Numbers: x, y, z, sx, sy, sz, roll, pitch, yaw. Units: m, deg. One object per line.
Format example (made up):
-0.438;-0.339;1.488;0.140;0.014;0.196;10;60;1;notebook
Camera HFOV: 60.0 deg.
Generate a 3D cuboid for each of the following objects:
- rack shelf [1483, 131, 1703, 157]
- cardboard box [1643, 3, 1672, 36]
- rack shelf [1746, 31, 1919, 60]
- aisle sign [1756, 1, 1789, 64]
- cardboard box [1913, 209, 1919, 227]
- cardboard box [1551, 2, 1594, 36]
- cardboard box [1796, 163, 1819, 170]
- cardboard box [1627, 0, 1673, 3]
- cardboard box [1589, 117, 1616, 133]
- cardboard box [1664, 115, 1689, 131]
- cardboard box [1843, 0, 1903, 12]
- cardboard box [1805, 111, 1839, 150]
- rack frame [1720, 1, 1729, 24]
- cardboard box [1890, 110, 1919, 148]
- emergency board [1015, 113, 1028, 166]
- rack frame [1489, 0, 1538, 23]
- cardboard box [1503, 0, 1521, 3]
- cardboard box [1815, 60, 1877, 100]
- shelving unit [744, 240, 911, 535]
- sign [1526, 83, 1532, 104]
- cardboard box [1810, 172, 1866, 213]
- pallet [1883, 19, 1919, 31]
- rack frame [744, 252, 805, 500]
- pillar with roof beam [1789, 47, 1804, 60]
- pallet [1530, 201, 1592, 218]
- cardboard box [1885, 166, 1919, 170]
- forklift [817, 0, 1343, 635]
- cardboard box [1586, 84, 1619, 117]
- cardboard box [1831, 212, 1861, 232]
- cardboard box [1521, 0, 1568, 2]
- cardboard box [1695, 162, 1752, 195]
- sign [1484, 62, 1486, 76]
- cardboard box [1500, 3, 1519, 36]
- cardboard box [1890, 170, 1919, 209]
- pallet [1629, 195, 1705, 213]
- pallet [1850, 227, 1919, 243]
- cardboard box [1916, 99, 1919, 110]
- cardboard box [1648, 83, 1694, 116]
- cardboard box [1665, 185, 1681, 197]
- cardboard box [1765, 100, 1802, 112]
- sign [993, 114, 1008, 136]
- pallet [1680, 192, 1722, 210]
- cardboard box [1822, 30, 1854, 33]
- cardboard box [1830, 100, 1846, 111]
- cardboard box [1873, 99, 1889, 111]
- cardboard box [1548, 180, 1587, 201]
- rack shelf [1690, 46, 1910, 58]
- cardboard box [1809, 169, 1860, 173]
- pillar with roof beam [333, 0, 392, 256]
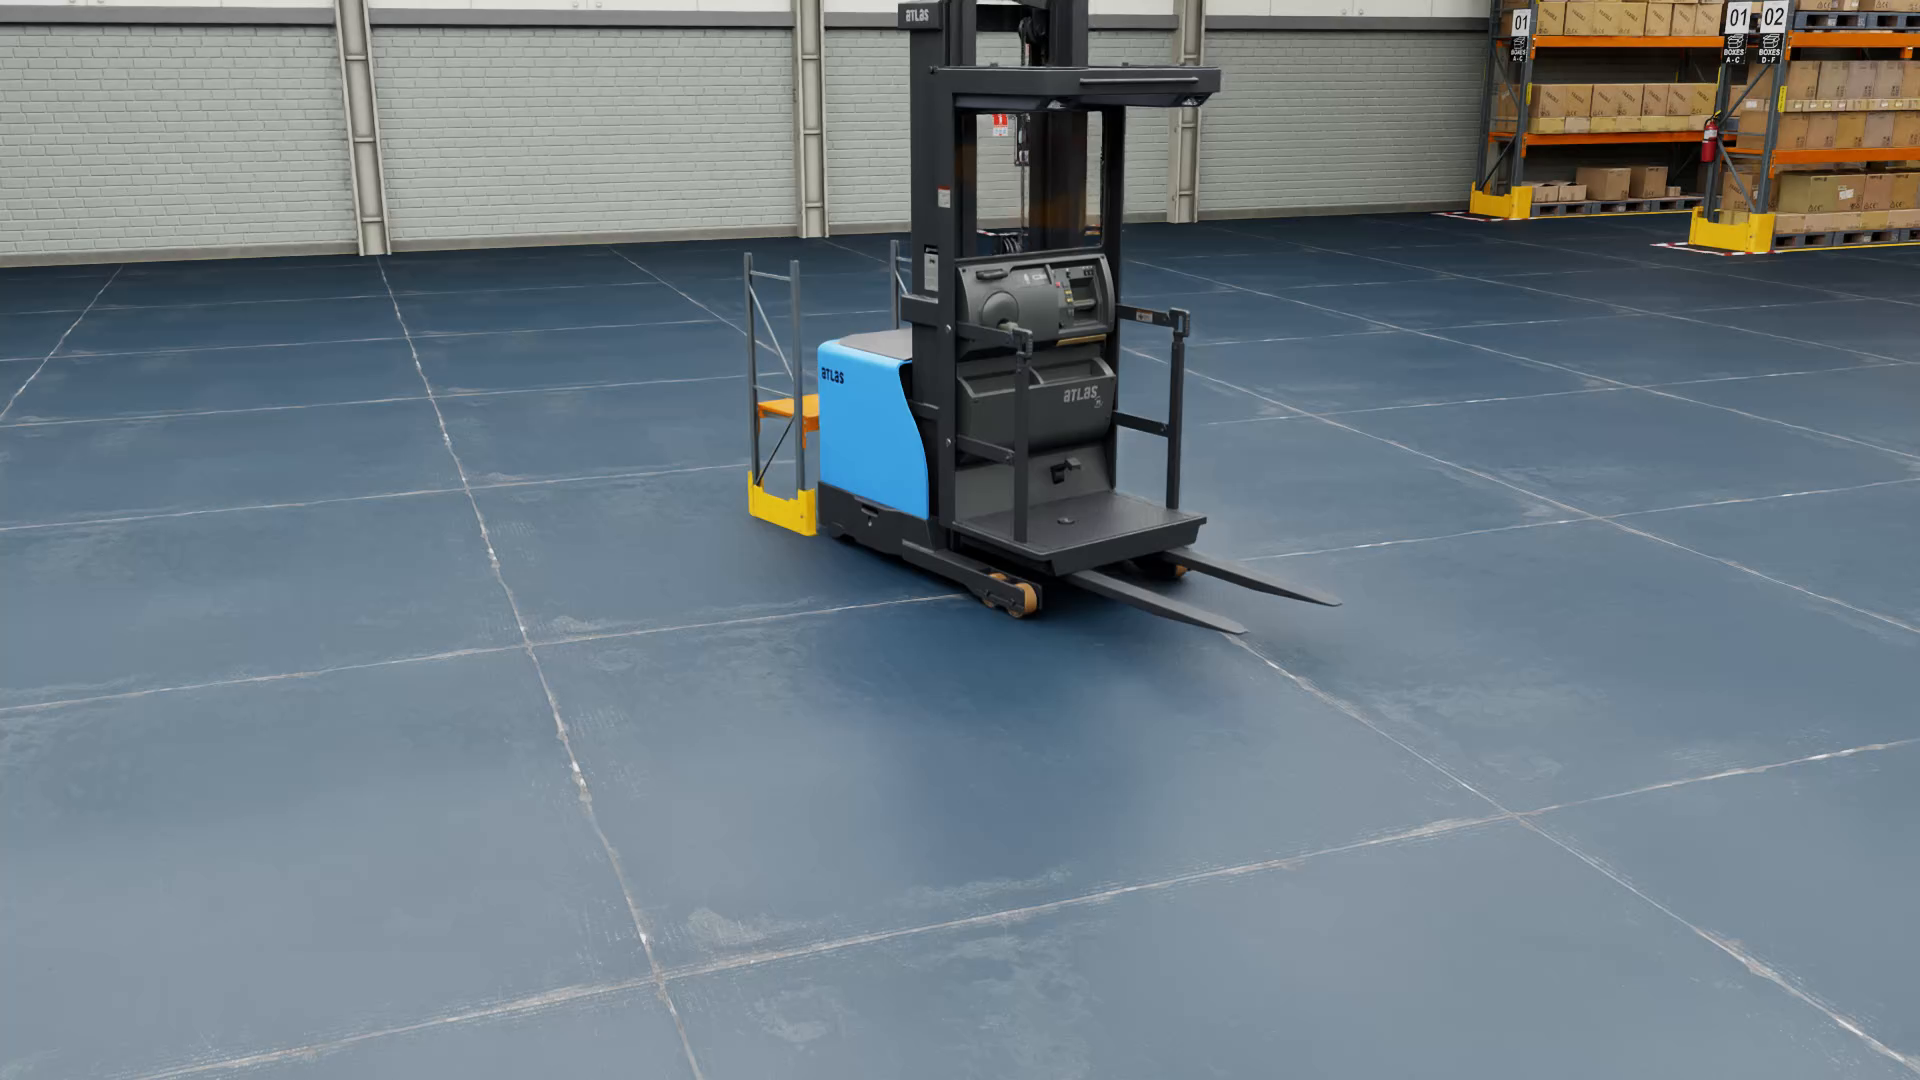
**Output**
10.602;-6.594;27.507;4.000;0.370;1.077;-6;17;-20;rack shelf
11.106;-8.408;26.871;0.500;0.500;0.500;-7;18;-22;cardboard box
12.378;-6.730;22.647;4.000;0.370;1.077;-6;17;-20;rack shelf
10.559;-6.595;21.618;0.004;0.787;0.394;-6;17;-20;aisle sign
13.421;-4.568;23.465;0.500;0.250;0.500;-6;17;-20;cardboard box
9.651;-8.247;26.322;0.500;0.500;0.500;-5;17;-16;cardboard box
14.575;-6.391;29.193;0.500;0.500;0.700;-6;17;-20;cardboard box
11.107;-8.882;26.710;0.500;0.500;0.500;-7;18;-22;cardboard box
10.262;-6.747;26.981;0.500;0.250;0.500;-6;18;-21;cardboard box
11.668;-6.903;27.513;0.500;0.250;0.500;-6;17;-20;cardboard box
12.159;-7.286;22.091;0.500;0.500;0.500;-6;17;-20;cardboard box
11.440;-5.581;22.601;0.500;0.500;0.700;-6;17;-19;cardboard box
12.470;-10.019;27.247;0.127;3.000;1.000;-6;17;-20;rack frame
12.874;-5.735;23.127;0.500;0.500;0.700;-6;17;-19;cardboard box
1.155;-6.192;24.860;0.643;1.169;0.194;-6;17;-20;emergency board
8.735;-9.616;25.873;0.127;3.000;1.000;-6;17;-20;rack frame
9.044;-8.827;26.521;0.500;0.500;0.500;-5;17;-18;cardboard box
11.960;-6.260;22.611;0.500;0.500;0.700;-6;17;-20;cardboard box
-0.623;-0.905;9.517;1.083;1.500;0.587;-13;21;-38;shelving unit
8.929;-7.010;26.111;0.005;0.325;0.100;-6;17;-20;sign
12.020;-4.777;22.846;0.500;0.500;0.500;-6;17;-20;cardboard box
13.459;-7.142;22.929;1.213;0.211;1.003;-6;17;-20;pallet
-1.023;-0.812;9.202;0.032;1.500;0.500;-13;21;-38;rack frame
16.222;-9.387;25.092;0.400;9.000;9.100;-6;17;-20;pillar with roof beam
9.577;-5.480;27.385;1.213;0.211;1.003;-6;17;-20;pallet
13.701;-5.116;23.999;0.500;0.500;0.500;-6;17;-20;cardboard box
0.513;-1.196;7.968;1.130;2.935;3.031;-12;20;-36;forklift
10.238;-7.102;26.859;0.500;0.500;0.500;-7;18;-22;cardboard box
12.024;-4.414;22.941;0.500;0.250;0.500;-6;17;-20;cardboard box
9.181;-8.689;26.053;0.500;0.500;0.500;-8;18;-24;cardboard box
13.151;-6.231;28.650;0.500;0.500;0.700;-6;17;-18;cardboard box
8.555;-7.593;27.015;0.005;0.325;0.100;-6;17;-20;sign
9.034;-8.343;26.649;0.500;0.500;0.500;-5;17;-16;cardboard box
13.420;-4.928;23.361;0.500;0.500;0.500;-6;17;-20;cardboard box
11.856;-5.726;28.223;1.213;0.211;1.003;-6;17;-20;pallet
13.488;-4.431;23.812;1.213;0.211;1.003;-6;17;-20;pallet
13.118;-6.011;22.917;0.250;0.149;0.380;-6;17;-20;cardboard box
11.675;-7.258;27.389;0.500;0.500;0.500;-6;17;-20;cardboard box
11.981;-5.931;28.219;0.250;0.166;0.380;-9;18;-27;cardboard box
10.954;-5.777;22.118;0.250;0.149;0.380;-6;18;-20;cardboard box
0.602;-6.180;24.757;0.234;0.329;0.001;-6;17;-20;sign
13.196;-5.882;28.754;1.213;0.211;1.003;-6;17;-20;pallet
14.962;-8.936;28.663;0.637;0.503;0.797;-4;17;-12;cardboard box
11.670;-5.854;22.380;0.250;0.149;0.380;-6;18;-21;cardboard box
12.390;-5.932;22.645;0.250;0.149;0.380;-6;17;-20;cardboard box
9.945;-5.762;27.388;0.500;0.311;0.500;-5;17;-15;cardboard box
14.338;-8.437;28.457;4.000;0.370;1.077;-6;17;-20;rack shelf
12.301;-4.964;23.482;0.500;0.500;0.500;-6;17;-20;cardboard box
-6.189;-6.967;16.852;0.400;9.000;9.100;-6;17;-20;pillar with roof beam
